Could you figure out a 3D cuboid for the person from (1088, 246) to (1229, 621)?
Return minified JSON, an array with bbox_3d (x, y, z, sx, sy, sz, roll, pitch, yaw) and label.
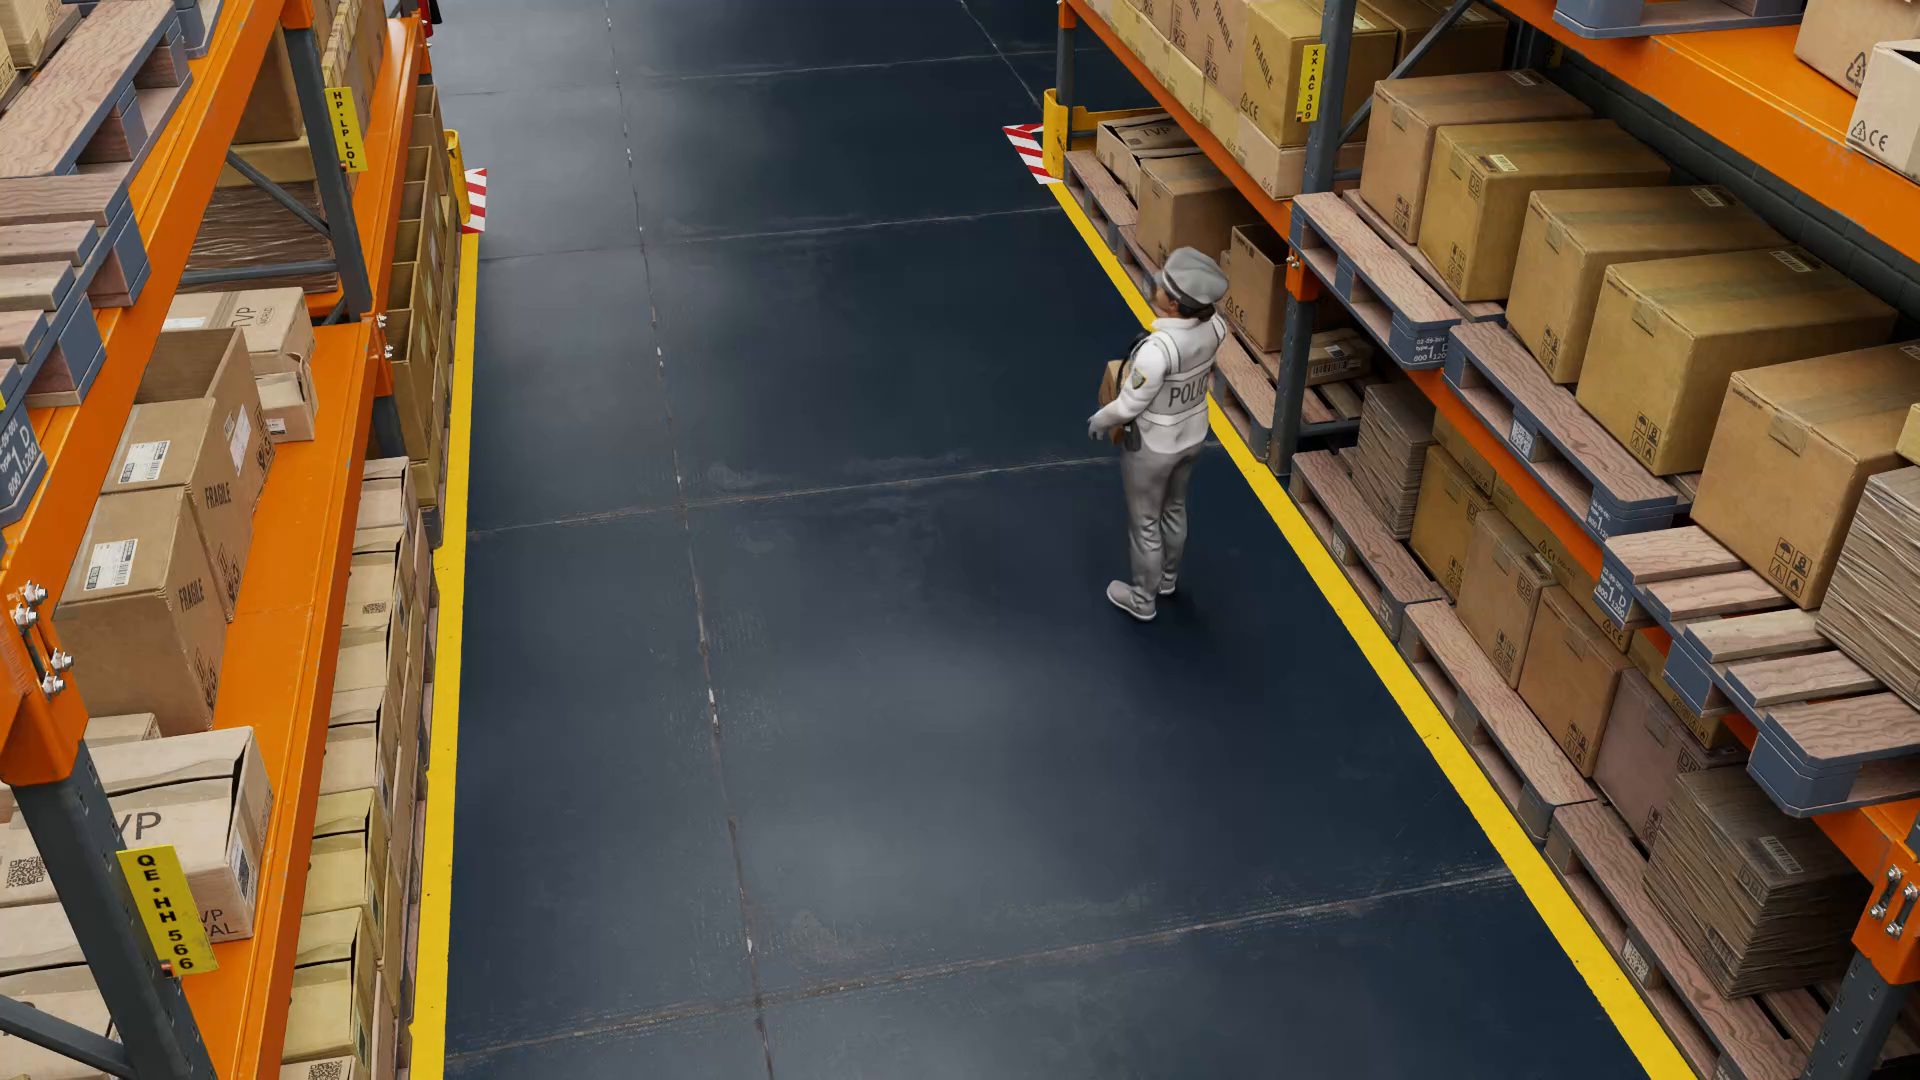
[{"bbox_3d":[0.794,-0.420,6.716,0.514,1.703,0.527,29,44,35],"label":"person"}]
